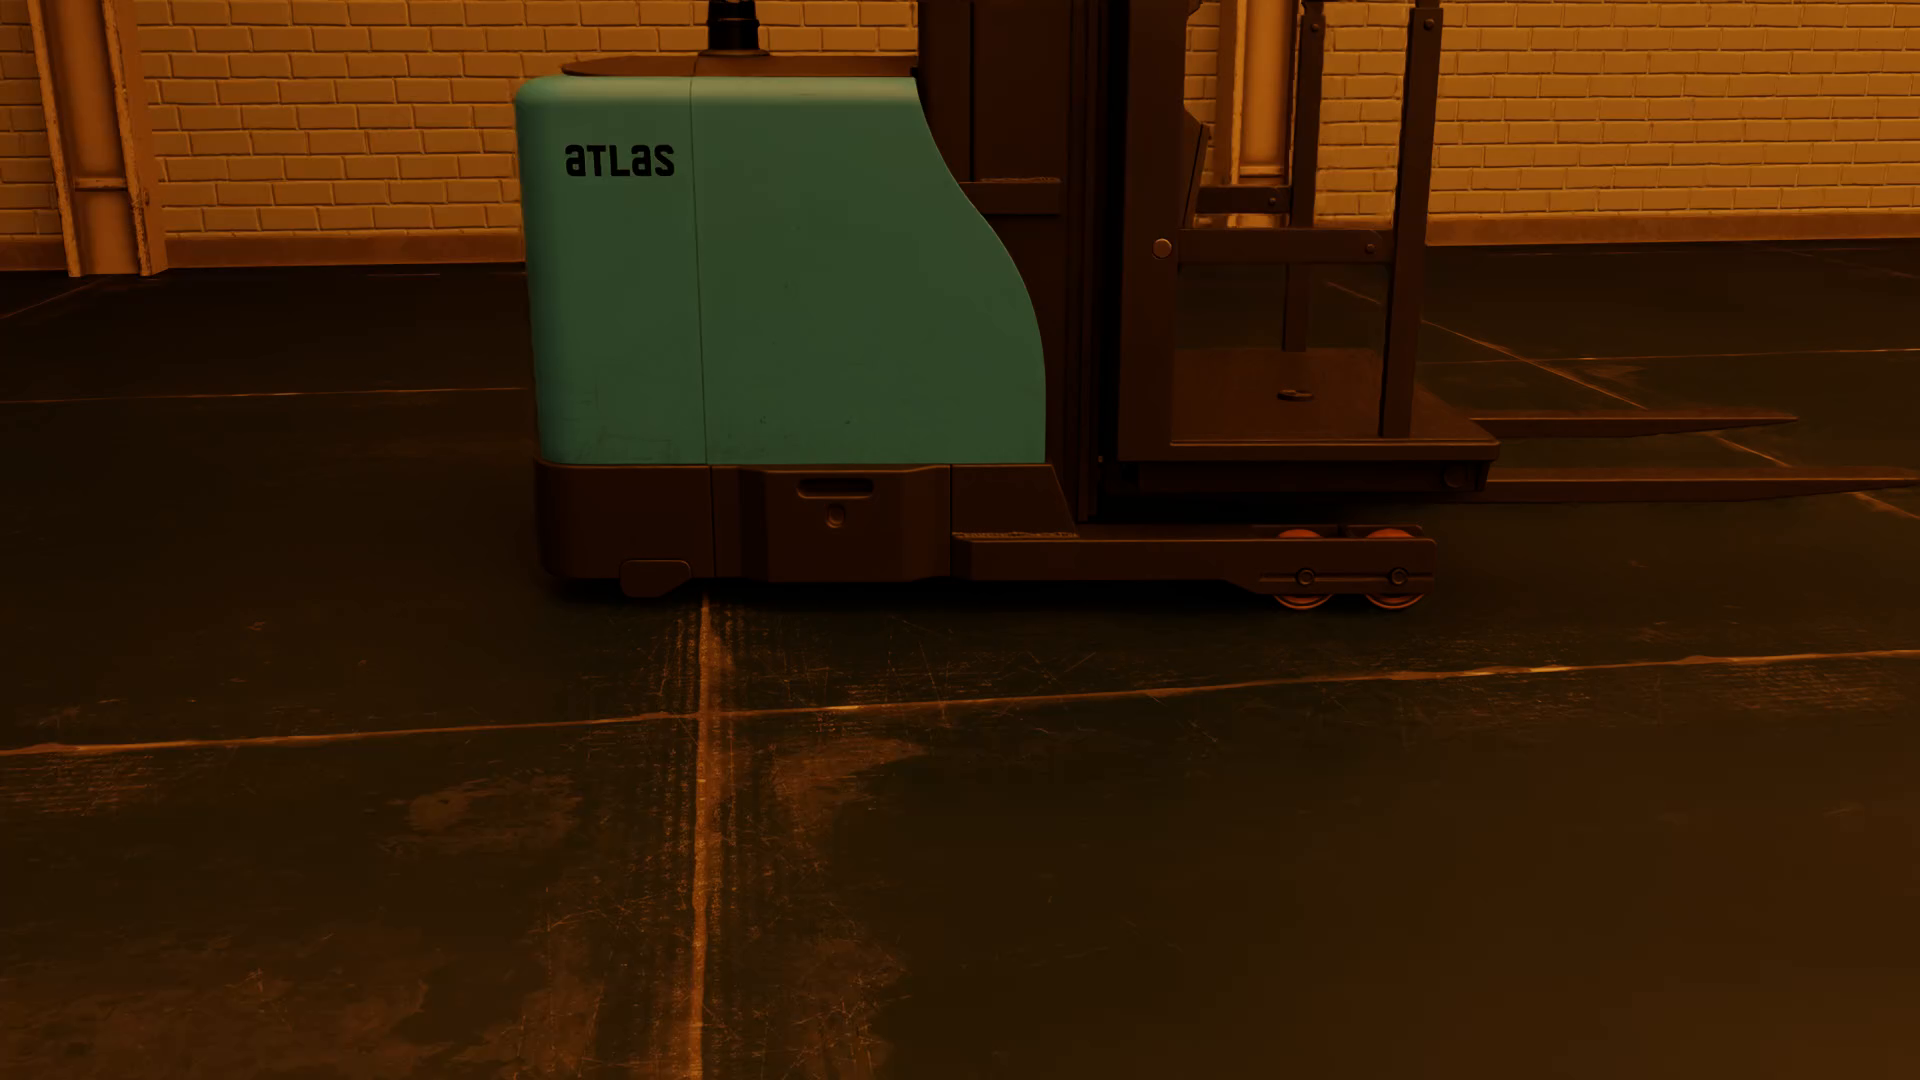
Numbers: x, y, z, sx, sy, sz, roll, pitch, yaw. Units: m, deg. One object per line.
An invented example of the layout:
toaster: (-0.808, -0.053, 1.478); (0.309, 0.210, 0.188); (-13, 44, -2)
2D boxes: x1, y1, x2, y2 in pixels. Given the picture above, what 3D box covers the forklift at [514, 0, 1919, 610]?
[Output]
forklift: (0.619, -1.411, 3.568); (3.031, 2.935, 1.130); (0, 17, -1)
